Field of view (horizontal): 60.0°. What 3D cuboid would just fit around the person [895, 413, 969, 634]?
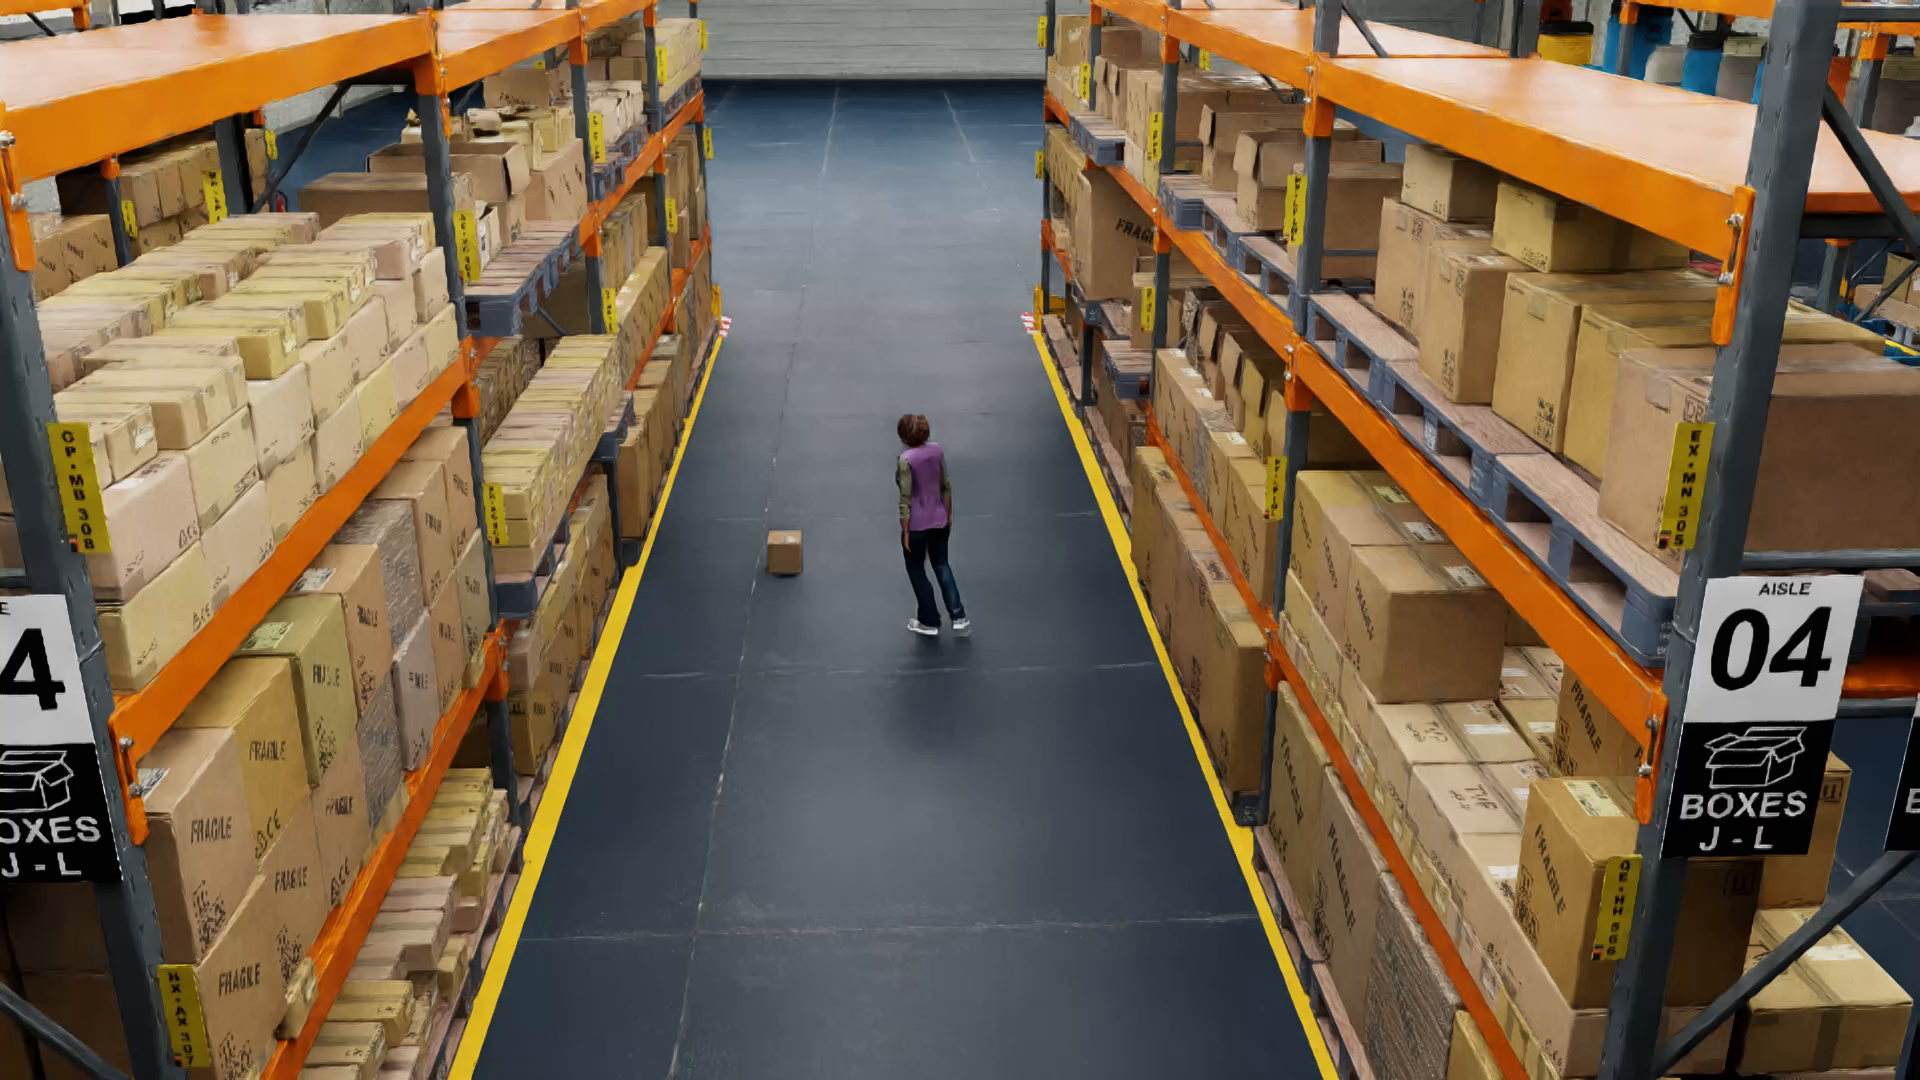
[{"bbox_3d":[-0.190,-0.083,11.312,0.471,1.587,0.499,-16,26,-36],"label":"person"}]
